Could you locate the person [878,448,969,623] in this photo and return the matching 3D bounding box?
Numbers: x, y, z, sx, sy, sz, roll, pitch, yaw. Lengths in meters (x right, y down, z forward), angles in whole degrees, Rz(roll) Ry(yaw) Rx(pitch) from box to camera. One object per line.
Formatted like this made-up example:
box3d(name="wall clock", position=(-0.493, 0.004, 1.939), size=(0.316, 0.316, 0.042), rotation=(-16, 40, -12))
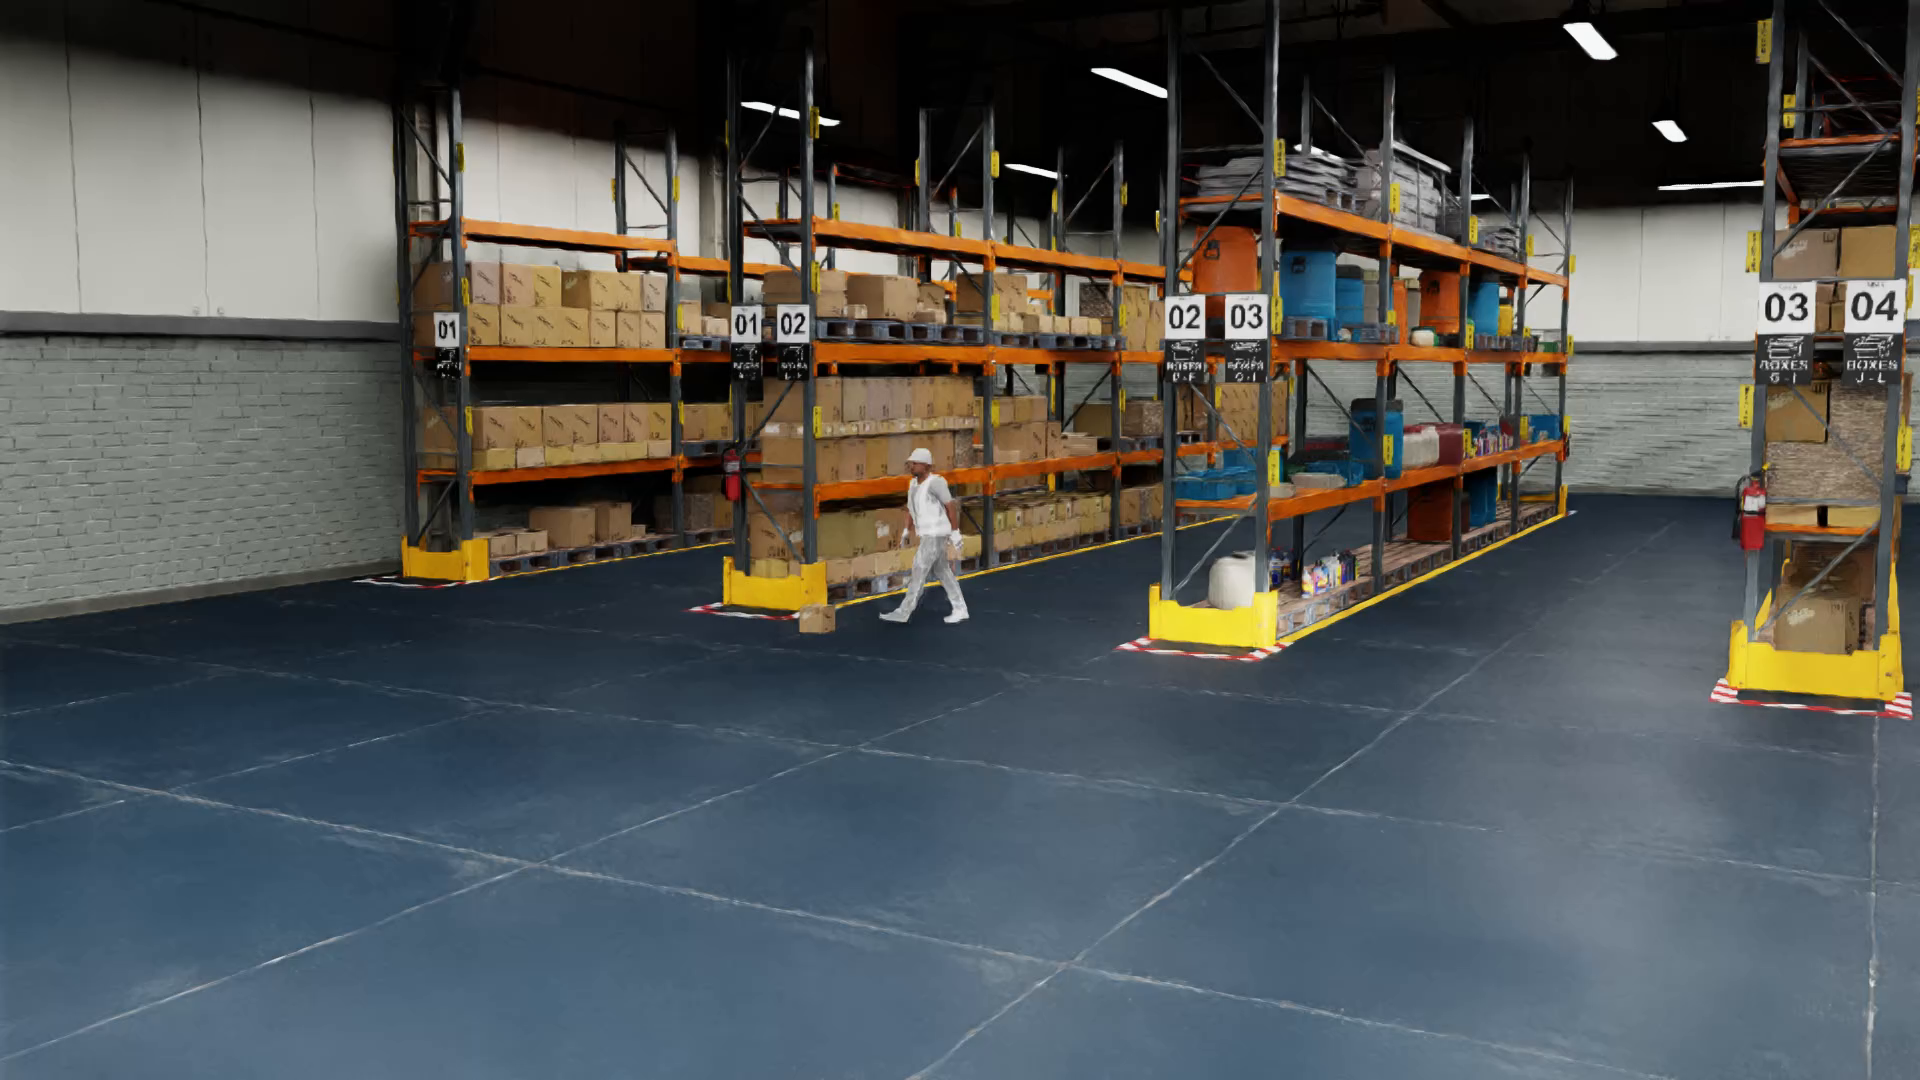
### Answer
box3d(name="person", position=(-0.369, -0.045, 16.472), size=(0.955, 1.737, 0.536), rotation=(-1, 6, -14))
